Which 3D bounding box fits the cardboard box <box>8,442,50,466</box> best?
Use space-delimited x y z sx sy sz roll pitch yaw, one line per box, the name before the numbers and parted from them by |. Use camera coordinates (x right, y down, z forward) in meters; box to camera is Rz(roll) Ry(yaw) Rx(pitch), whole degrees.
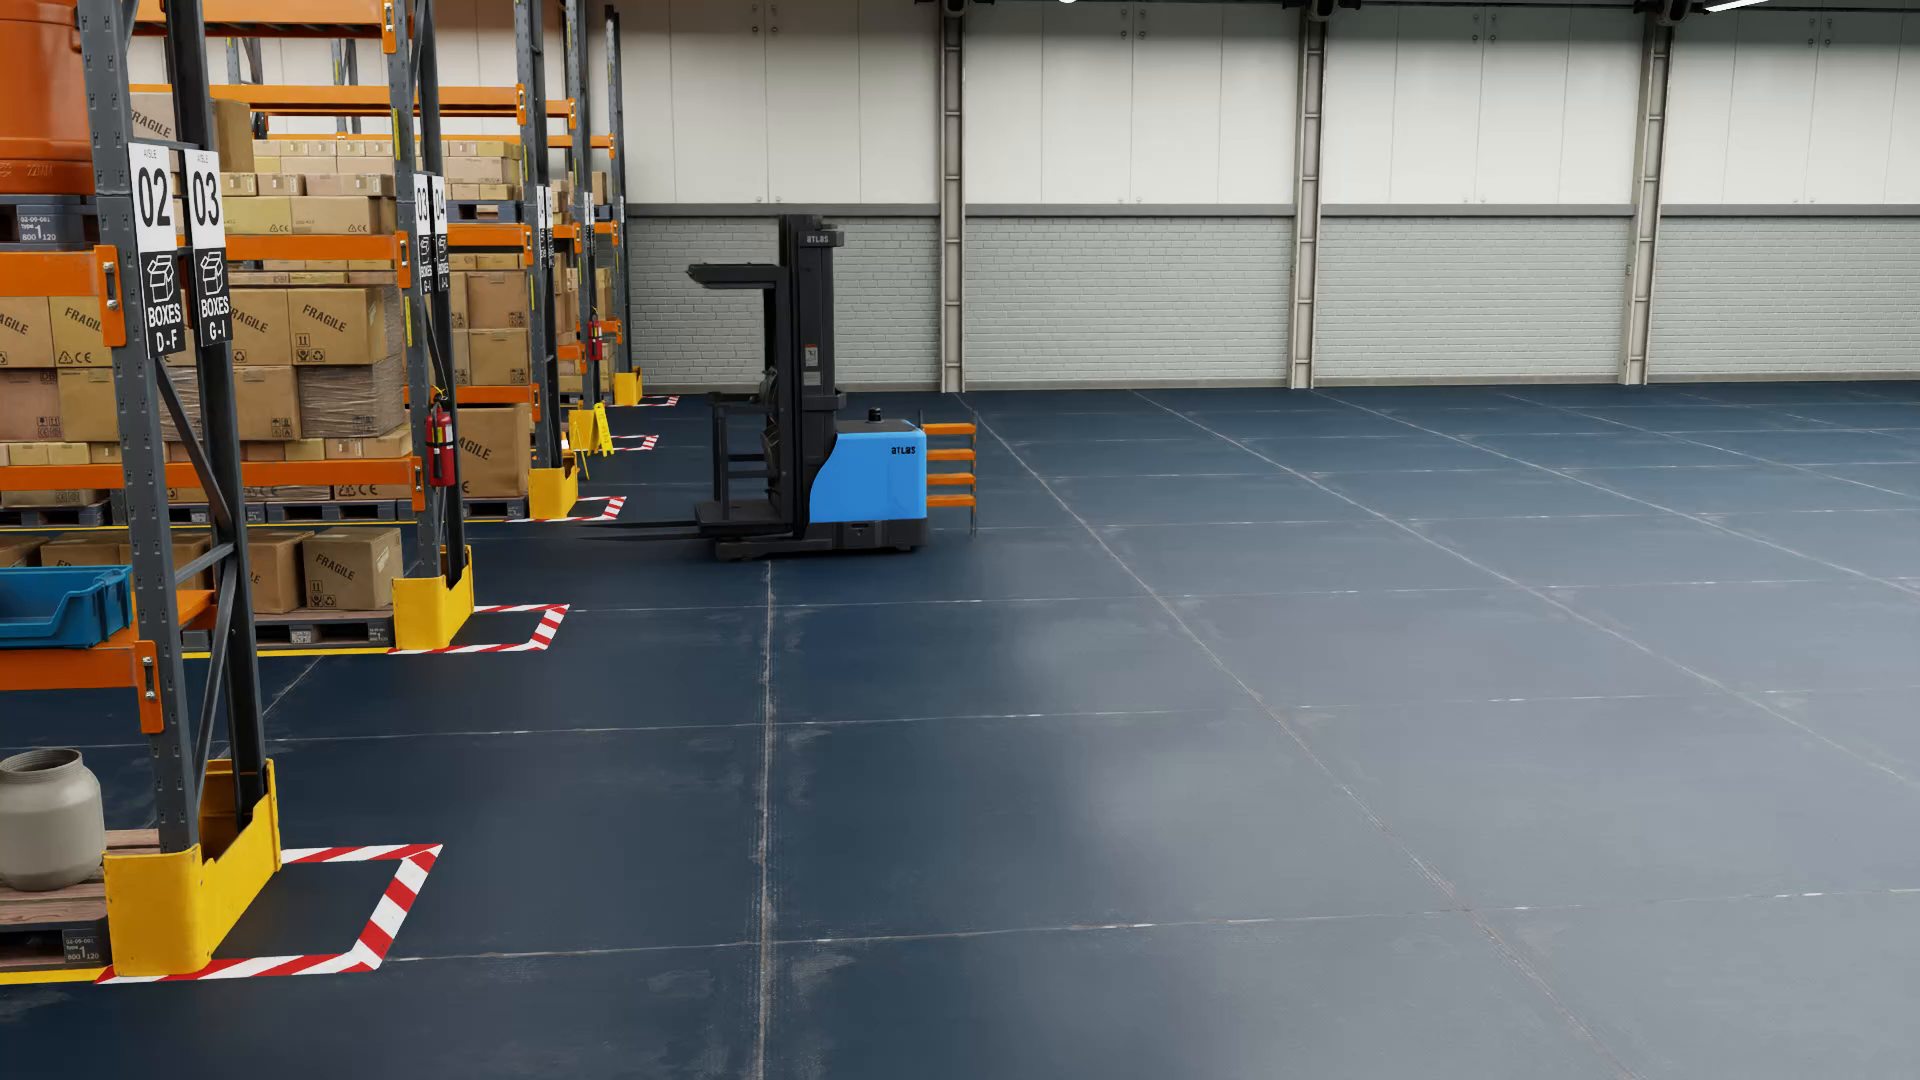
cardboard box | -6.184 -0.602 11.187 0.250 0.149 0.380 -1 11 -6

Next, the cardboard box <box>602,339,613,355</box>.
cardboard box | -5.801 -3.057 26.472 0.500 0.250 0.500 -1 11 -7

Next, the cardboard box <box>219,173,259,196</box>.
cardboard box | -4.714 -2.340 10.955 0.250 0.149 0.380 -1 11 -6

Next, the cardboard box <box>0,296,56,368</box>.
cardboard box | -6.201 -1.415 11.049 0.500 0.500 0.500 -1 11 -6

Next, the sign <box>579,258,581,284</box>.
sign | -4.723 -3.348 20.682 0.005 0.325 0.100 -1 11 -6

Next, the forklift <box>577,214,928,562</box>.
forklift | -1.854 -1.360 14.571 3.031 2.935 1.130 -2 11 -12

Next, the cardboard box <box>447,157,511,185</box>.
cardboard box | -4.585 -3.520 15.872 0.500 0.250 0.500 -1 11 -5

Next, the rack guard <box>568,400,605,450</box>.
rack guard | -4.839 -1.503 21.601 0.348 0.500 1.175 -1 11 -6

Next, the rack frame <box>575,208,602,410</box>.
rack frame | -4.763 -2.731 21.368 0.127 3.000 1.000 -1 11 -6

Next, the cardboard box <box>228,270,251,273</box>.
cardboard box | -7.200 -2.339 16.185 0.550 0.550 0.875 -1 11 -6

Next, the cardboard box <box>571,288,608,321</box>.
cardboard box | -5.764 -3.672 25.892 0.500 0.500 0.500 -1 11 -7

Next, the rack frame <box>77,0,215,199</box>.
rack frame | -3.158 -2.825 6.291 0.127 3.000 1.000 -1 11 -6

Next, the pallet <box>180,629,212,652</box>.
pallet | -5.790 0.574 11.784 1.213 0.211 1.003 -1 11 -6

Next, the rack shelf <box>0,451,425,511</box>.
rack shelf | -5.682 -0.436 11.559 4.000 0.370 1.077 -1 11 -6

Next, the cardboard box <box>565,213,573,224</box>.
cardboard box | -5.128 -4.135 21.385 0.250 0.149 0.380 -1 11 -6

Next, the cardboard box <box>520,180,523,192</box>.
cardboard box | -5.328 -4.410 20.712 0.250 0.149 0.380 -1 11 -5

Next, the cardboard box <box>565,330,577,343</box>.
cardboard box | -5.124 -2.641 21.558 0.250 0.149 0.380 -1 11 -6

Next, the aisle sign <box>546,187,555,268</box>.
aisle sign | -4.090 -3.119 16.600 0.004 0.787 0.394 -1 11 -6

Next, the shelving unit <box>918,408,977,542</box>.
shelving unit | -0.115 -0.590 15.140 0.503 1.200 0.258 -2 11 -9

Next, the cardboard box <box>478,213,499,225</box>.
cardboard box | -5.859 -4.016 20.777 0.250 0.149 0.380 -1 11 -6

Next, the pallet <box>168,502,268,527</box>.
pallet | -7.341 -0.334 16.400 1.213 0.211 1.003 -1 11 -6

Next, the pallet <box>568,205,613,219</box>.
pallet | -6.009 -5.102 25.879 1.213 0.211 1.003 -1 11 -6

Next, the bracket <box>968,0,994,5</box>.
bracket | 0.323 -8.617 26.423 0.430 0.232 0.235 -1 11 -6

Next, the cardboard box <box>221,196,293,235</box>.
cardboard box | -4.641 -2.160 11.072 0.500 0.250 0.500 -1 11 -6

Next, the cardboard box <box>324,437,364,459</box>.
cardboard box | -4.203 -0.657 11.468 0.250 0.149 0.380 -1 11 -6

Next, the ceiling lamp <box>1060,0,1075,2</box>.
ceiling lamp | 1.852 -8.894 22.032 0.800 3.185 2.000 -1 11 -6

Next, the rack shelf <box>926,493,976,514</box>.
rack shelf | -0.115 -0.329 15.191 0.480 0.148 0.258 -2 11 -9

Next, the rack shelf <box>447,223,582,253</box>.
rack shelf | -6.752 -3.809 20.936 4.000 0.370 1.077 -1 11 -6

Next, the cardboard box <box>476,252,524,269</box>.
cardboard box | -5.752 -3.355 20.920 0.500 0.500 0.700 -1 11 -6

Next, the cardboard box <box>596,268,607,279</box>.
cardboard box | -5.637 -4.149 25.865 0.250 0.149 0.380 -1 11 -6

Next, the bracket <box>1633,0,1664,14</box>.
bracket | 11.428 -8.850 27.606 0.430 0.232 0.235 -1 11 -6

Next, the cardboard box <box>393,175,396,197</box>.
cardboard box | -3.992 -2.463 11.584 0.250 0.149 0.380 -1 11 -6

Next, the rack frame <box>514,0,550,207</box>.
rack frame | -4.128 -4.728 15.971 0.127 3.000 1.000 -1 11 -6

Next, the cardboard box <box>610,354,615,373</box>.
cardboard box | -5.793 -2.816 26.539 0.500 0.250 0.500 -1 11 -5

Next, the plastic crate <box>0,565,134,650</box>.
plastic crate | -3.624 0.260 6.539 0.616 0.251 0.499 -1 11 -6

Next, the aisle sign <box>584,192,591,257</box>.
aisle sign | -4.671 -3.953 20.841 0.004 0.787 0.394 -1 11 -6

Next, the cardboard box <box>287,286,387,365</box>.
cardboard box | -4.213 -1.458 11.267 0.500 0.500 0.500 -1 11 -6

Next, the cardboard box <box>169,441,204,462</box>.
cardboard box | -5.195 -0.633 11.345 0.250 0.149 0.380 -1 11 -6

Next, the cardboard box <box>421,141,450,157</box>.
cardboard box | -4.930 -3.697 15.739 0.250 0.149 0.380 -1 11 -5

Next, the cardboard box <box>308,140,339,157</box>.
cardboard box | -5.943 -3.675 15.630 0.250 0.149 0.380 -1 11 -6

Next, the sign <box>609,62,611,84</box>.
sign | -5.259 -7.020 25.002 0.005 0.325 0.100 -1 11 -6

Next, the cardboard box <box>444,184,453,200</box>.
cardboard box | -4.928 -3.305 15.815 0.250 0.149 0.380 -1 11 -5

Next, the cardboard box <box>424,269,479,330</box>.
cardboard box | -5.038 -2.358 16.282 0.550 0.550 0.875 -1 11 -6

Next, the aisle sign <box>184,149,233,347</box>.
aisle sign | -3.118 -1.214 6.912 0.004 0.787 0.394 -1 11 -6

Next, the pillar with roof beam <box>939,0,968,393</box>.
pillar with roof beam | 0.337 -6.085 22.873 0.548 9.000 9.100 -1 11 -6

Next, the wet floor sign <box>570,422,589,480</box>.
wet floor sign | -4.313 -1.009 18.712 0.232 0.644 0.267 -3 12 -16

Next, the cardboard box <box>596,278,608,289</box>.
cardboard box | -5.618 -3.990 25.827 0.250 0.149 0.380 -1 11 -5

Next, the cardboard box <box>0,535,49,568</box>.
cardboard box | -6.699 0.259 11.549 0.500 0.500 0.500 2 11 12

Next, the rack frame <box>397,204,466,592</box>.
rack frame | -3.693 -0.831 11.701 0.127 3.000 1.000 -1 11 -6

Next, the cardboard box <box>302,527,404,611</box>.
cardboard box | -4.316 0.199 11.852 0.500 0.500 0.500 1 11 4

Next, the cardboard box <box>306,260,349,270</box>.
cardboard box | -7.769 -3.308 20.677 0.500 0.500 0.700 -1 11 -6

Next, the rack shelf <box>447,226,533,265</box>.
rack shelf | -6.117 -2.861 16.118 4.000 0.370 1.077 -1 11 -6

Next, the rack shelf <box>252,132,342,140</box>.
rack shelf | -11.268 -5.953 25.103 4.000 0.370 1.077 -1 11 -6

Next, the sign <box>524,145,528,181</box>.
sign | -4.084 -3.547 15.652 0.005 0.325 0.100 -1 11 -6

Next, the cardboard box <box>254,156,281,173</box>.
cardboard box | -6.586 -3.478 15.660 0.500 0.250 0.500 -1 11 -7

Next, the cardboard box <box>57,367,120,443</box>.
cardboard box | -5.727 -0.976 11.409 0.500 0.500 0.875 -1 11 -6

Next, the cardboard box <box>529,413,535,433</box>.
cardboard box | -5.562 -1.519 21.242 0.500 0.250 0.500 -1 11 -6

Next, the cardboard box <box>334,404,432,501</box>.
cardboard box | -5.670 -0.902 16.483 0.875 0.875 0.875 -1 11 -7

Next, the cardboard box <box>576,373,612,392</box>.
cardboard box | -5.736 -2.470 26.076 0.500 0.250 0.500 -1 11 -6
